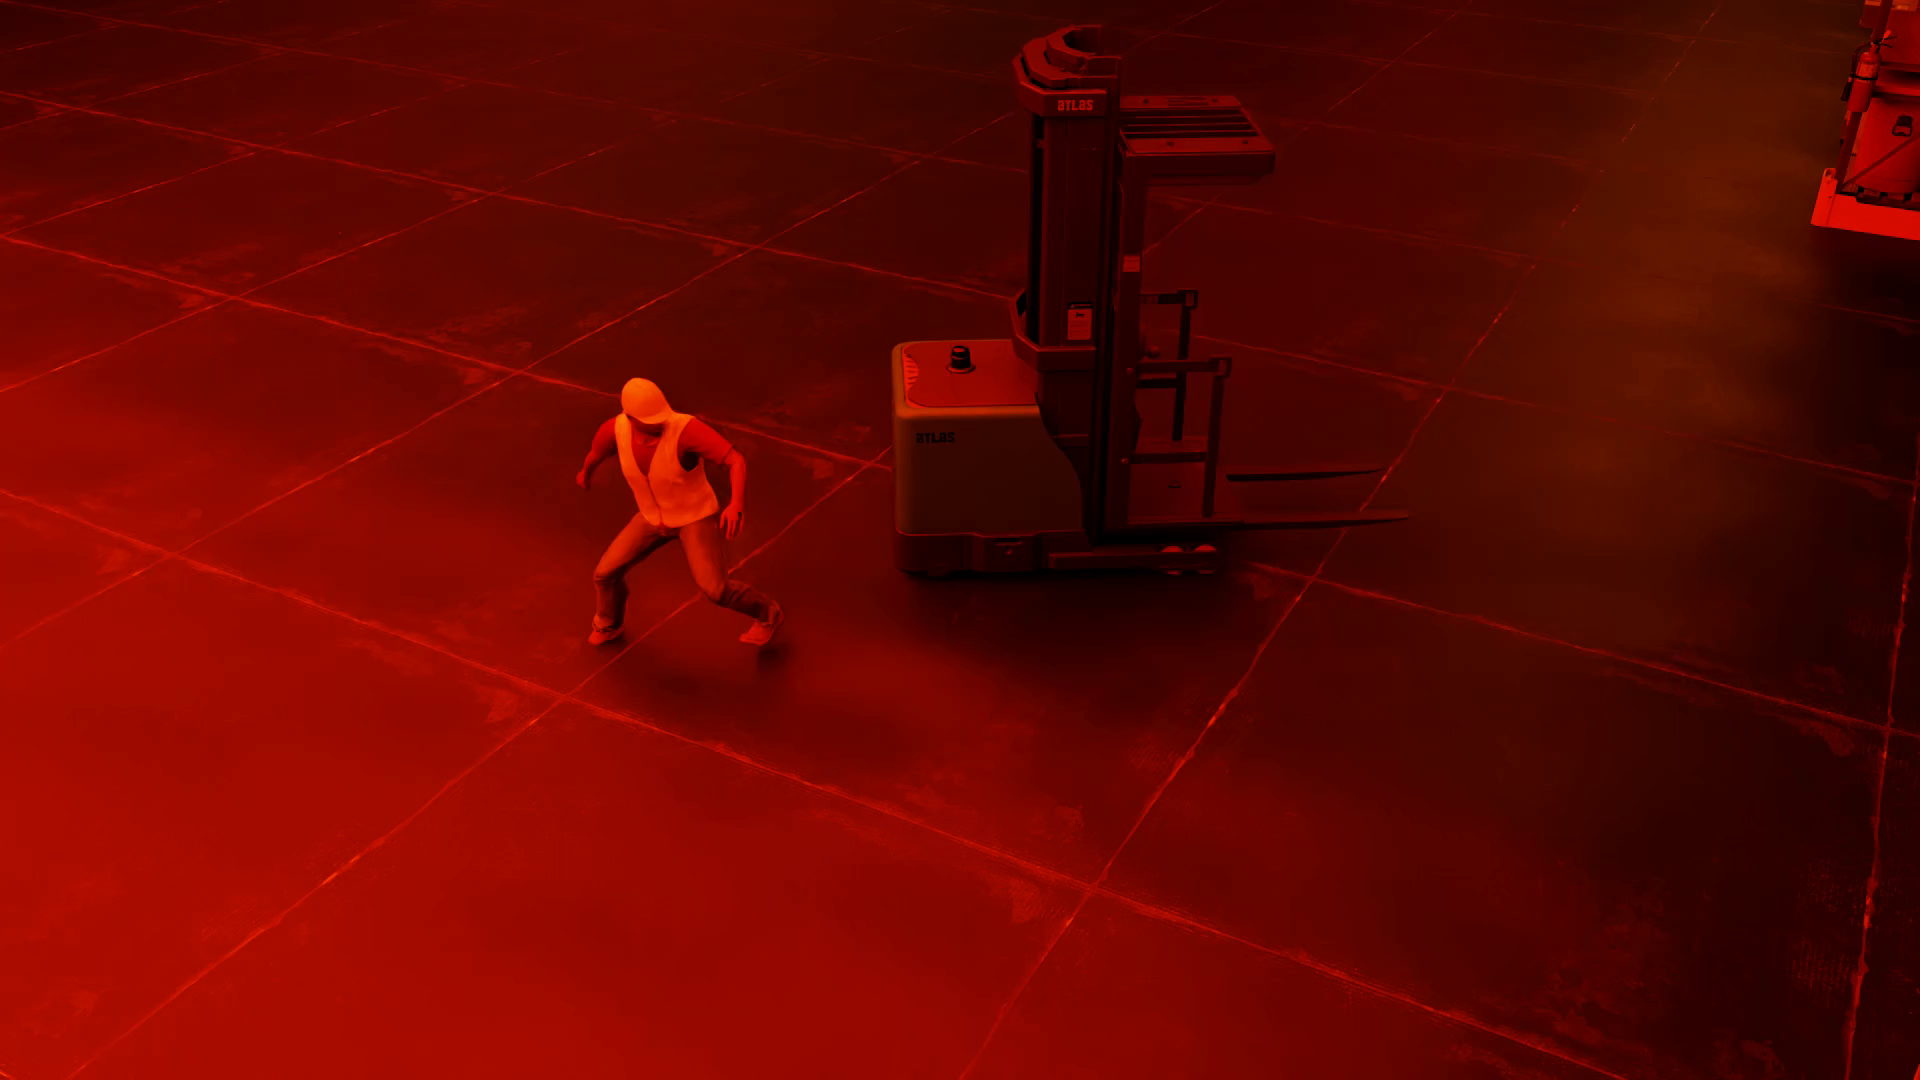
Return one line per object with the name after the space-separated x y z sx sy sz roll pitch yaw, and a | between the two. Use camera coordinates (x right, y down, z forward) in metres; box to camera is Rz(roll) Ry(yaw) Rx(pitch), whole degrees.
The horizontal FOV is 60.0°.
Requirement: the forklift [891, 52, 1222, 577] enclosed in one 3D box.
0.571 -1.275 9.368 1.939 2.843 1.129 -2 30 -3 | forklift

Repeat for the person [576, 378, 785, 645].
-1.583 -0.116 8.684 1.223 1.686 0.551 13 32 21 | person
